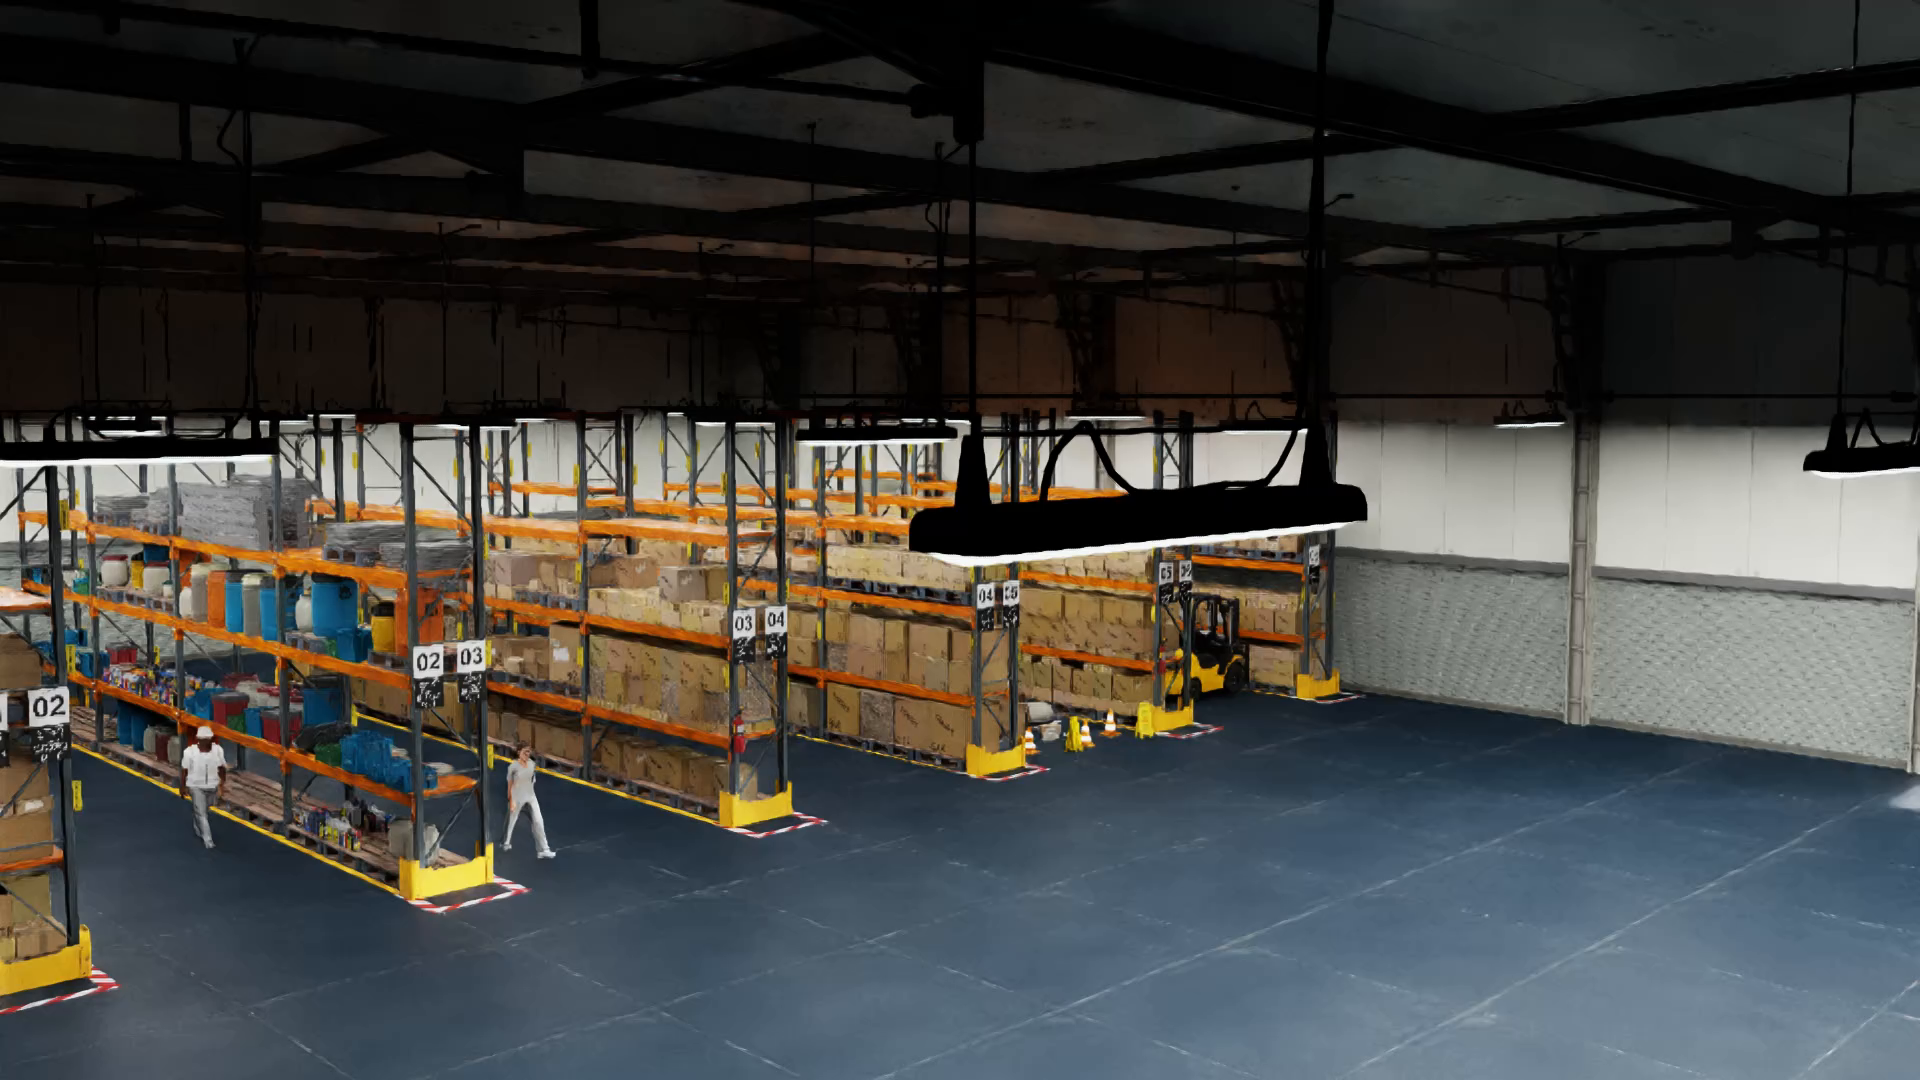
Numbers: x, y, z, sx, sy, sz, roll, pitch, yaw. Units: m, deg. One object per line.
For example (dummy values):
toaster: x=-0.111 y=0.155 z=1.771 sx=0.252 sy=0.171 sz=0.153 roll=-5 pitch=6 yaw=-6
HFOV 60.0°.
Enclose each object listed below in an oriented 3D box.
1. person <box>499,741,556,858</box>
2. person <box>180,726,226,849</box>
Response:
person: x=-6.005 y=3.540 z=22.815 sx=0.446 sy=1.590 sz=1.110 roll=-5 pitch=7 yaw=-43
person: x=-10.623 y=3.444 z=23.422 sx=1.129 sy=1.689 sz=0.575 roll=5 pitch=7 yaw=43
